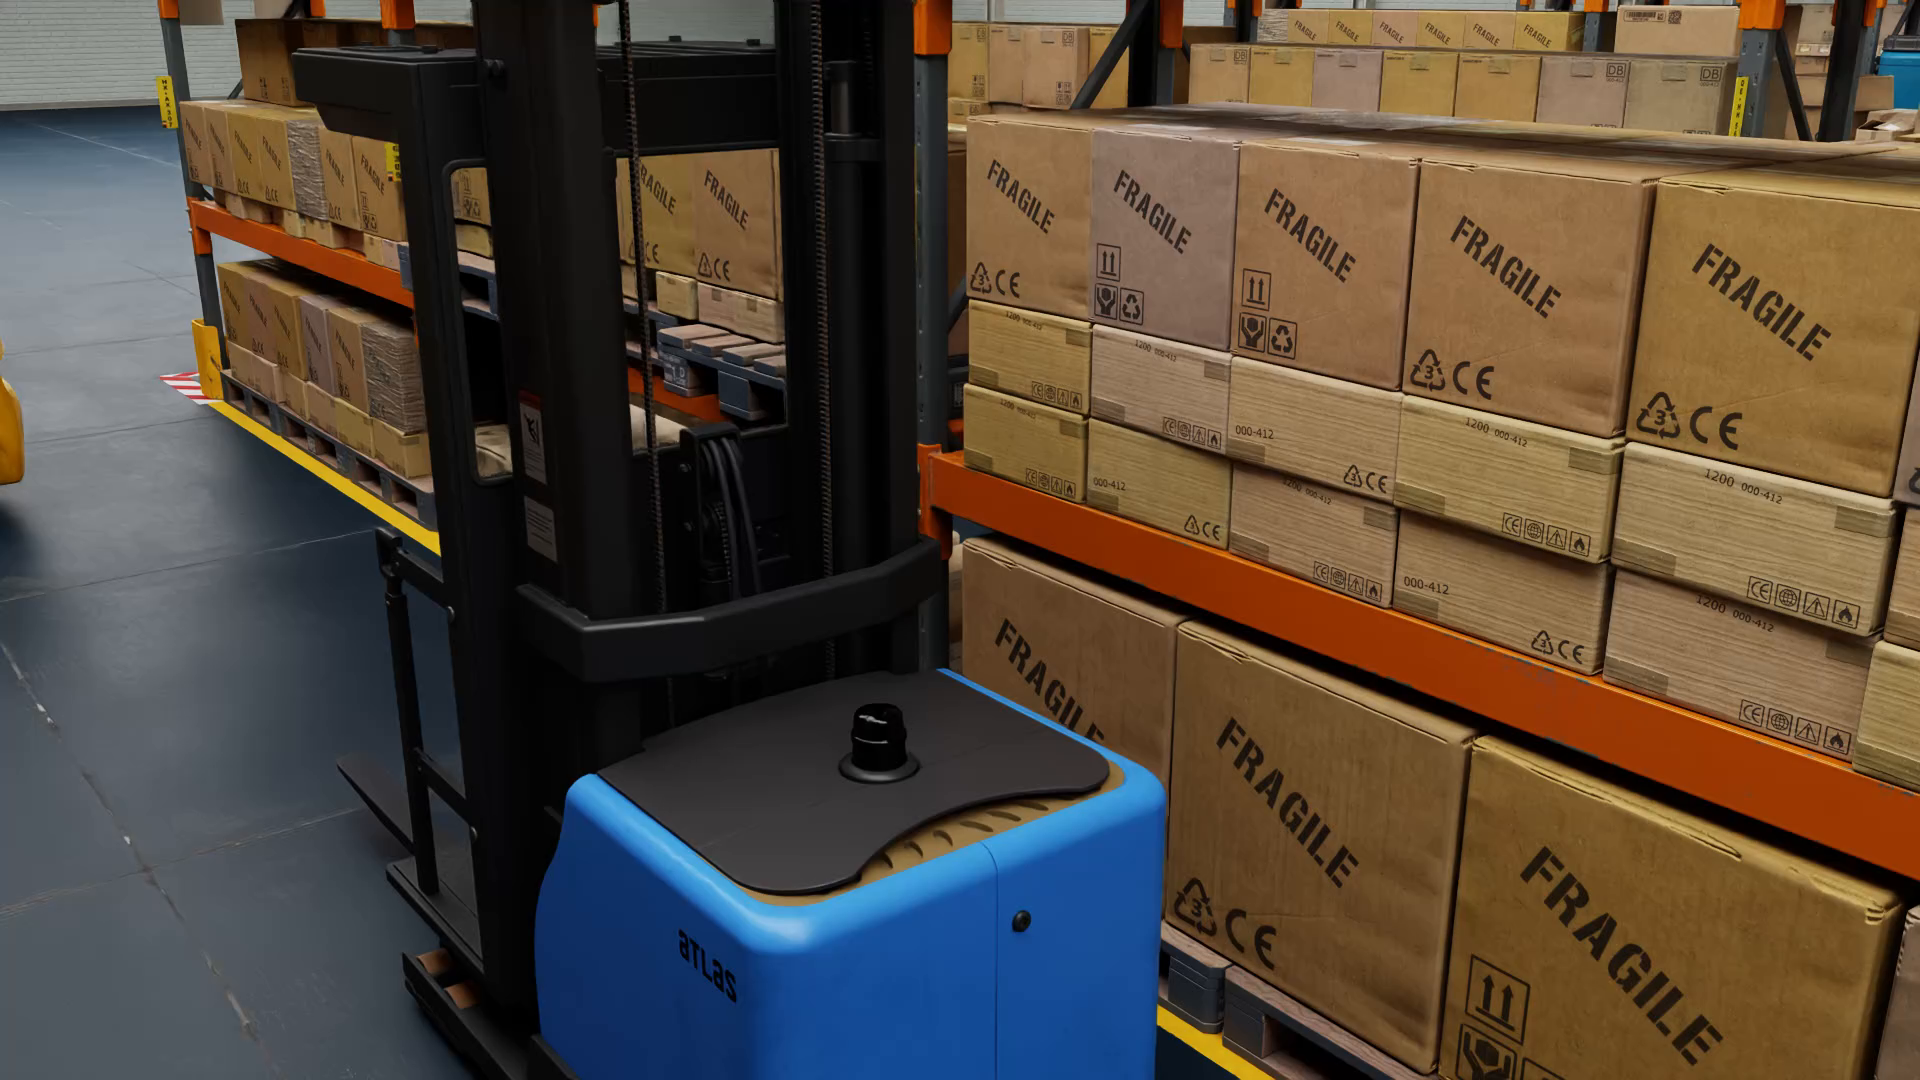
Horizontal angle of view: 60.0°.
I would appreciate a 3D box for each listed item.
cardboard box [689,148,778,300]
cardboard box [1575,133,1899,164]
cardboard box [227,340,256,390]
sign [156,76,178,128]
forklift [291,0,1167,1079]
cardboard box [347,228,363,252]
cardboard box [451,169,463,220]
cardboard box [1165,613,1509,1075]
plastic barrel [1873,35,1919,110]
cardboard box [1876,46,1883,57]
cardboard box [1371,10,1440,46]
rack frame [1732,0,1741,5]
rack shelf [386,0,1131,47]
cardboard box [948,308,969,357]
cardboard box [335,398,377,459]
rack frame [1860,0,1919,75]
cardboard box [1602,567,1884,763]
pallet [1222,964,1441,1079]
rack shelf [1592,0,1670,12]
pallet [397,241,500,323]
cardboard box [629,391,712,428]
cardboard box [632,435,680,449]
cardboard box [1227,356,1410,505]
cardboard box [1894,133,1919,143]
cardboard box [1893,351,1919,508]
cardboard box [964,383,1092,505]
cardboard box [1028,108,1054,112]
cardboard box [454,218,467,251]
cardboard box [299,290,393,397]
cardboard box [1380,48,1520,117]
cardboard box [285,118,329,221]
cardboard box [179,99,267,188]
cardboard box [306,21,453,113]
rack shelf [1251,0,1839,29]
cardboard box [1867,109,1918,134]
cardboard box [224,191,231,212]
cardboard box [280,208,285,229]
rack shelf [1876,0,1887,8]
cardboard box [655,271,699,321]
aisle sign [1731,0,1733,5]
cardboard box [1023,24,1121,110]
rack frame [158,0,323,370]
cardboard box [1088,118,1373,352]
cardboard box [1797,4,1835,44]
[{"bbox_3d":[-0.578,-1.134,5.716,0.500,0.500,0.500,-14,23,-37],"label":"cardboard box"},{"bbox_3d":[1.714,-0.634,3.757,0.500,0.500,0.500,-14,23,-37],"label":"cardboard box"},{"bbox_3d":[-4.432,-1.176,10.848,0.500,0.250,0.500,-14,23,-37],"label":"cardboard box"},{"bbox_3d":[-5.141,-2.840,10.789,0.100,0.325,0.005,-14,23,-36],"label":"sign"},{"bbox_3d":[-0.855,-0.151,4.155,1.130,2.935,3.031,-14,23,-36],"label":"forklift"},{"bbox_3d":[-3.075,-1.653,8.983,0.380,0.149,0.250,-14,23,-37],"label":"cardboard box"},{"bbox_3d":[-2.166,-1.766,7.622,0.500,0.500,0.500,-13,23,-35],"label":"cardboard box"},{"bbox_3d":[1.166,0.653,4.331,0.875,0.875,0.875,-14,23,-35],"label":"cardboard box"},{"bbox_3d":[9.421,-4.533,16.484,0.600,0.901,0.708,-14,23,-36],"label":"plastic barrel"},{"bbox_3d":[11.849,-6.239,21.241,0.380,0.149,0.250,-14,23,-36],"label":"cardboard box"},{"bbox_3d":[4.112,-4.574,15.181,0.500,0.500,0.500,-14,23,-36],"label":"cardboard box"},{"bbox_3d":[10.820,-6.401,22.922,1.000,3.000,0.127,-14,23,-36],"label":"rack frame"},{"bbox_3d":[-0.990,-2.139,6.422,1.077,0.370,4.000,-14,23,-36],"label":"rack shelf"},{"bbox_3d":[-0.137,-0.678,5.371,0.380,0.149,0.250,-13,22,-34],"label":"cardboard box"},{"bbox_3d":[-3.148,-0.665,9.307,0.500,0.250,0.500,-15,23,-38],"label":"cardboard box"},{"bbox_3d":[9.419,-4.450,17.029,1.000,3.000,0.127,-14,23,-36],"label":"rack frame"},{"bbox_3d":[1.645,0.178,3.290,0.500,0.250,0.500,-15,23,-38],"label":"cardboard box"},{"bbox_3d":[1.435,1.270,4.192,1.003,0.211,1.213,-14,23,-36],"label":"pallet"},{"bbox_3d":[6.778,-4.073,12.263,1.077,0.370,4.000,-14,23,-36],"label":"rack shelf"},{"bbox_3d":[-1.872,-1.241,7.644,1.003,0.211,1.213,-14,23,-36],"label":"pallet"},{"bbox_3d":[-1.831,-0.893,10.260,0.500,0.500,0.500,1,18,2],"label":"cardboard box"},{"bbox_3d":[-1.456,-0.196,7.694,0.950,0.372,0.625,-12,22,-33],"label":"cardboard box"},{"bbox_3d":[0.992,-0.304,3.951,0.500,0.250,0.500,-14,23,-36],"label":"cardboard box"},{"bbox_3d":[4.733,-1.886,8.070,0.380,0.149,0.250,-15,24,-38],"label":"cardboard box"},{"bbox_3d":[1.934,-0.287,2.707,0.500,0.500,0.500,-13,23,-35],"label":"cardboard box"},{"bbox_3d":[0.358,-0.322,4.803,0.500,0.250,0.500,-14,23,-37],"label":"cardboard box"},{"bbox_3d":[0.988,-2.831,11.901,0.875,0.550,0.550,-14,23,-36],"label":"cardboard box"},{"bbox_3d":[-2.137,-1.431,7.644,0.380,0.149,0.250,-14,23,-35],"label":"cardboard box"},{"bbox_3d":[-3.445,-1.143,9.555,0.500,0.500,0.500,-13,22,-33],"label":"cardboard box"},{"bbox_3d":[2.845,-2.565,9.588,0.700,0.500,0.500,-14,23,-37],"label":"cardboard box"},{"bbox_3d":[-3.354,-2.051,9.153,0.500,0.500,0.500,-13,22,-35],"label":"cardboard box"},{"bbox_3d":[-4.639,-2.552,10.667,0.500,0.500,0.500,-14,23,-37],"label":"cardboard box"},{"bbox_3d":[-3.321,-2.733,9.621,0.700,0.500,0.500,-14,23,-36],"label":"cardboard box"},{"bbox_3d":[2.827,-3.130,9.415,1.077,0.370,4.000,-14,23,-36],"label":"rack shelf"},{"bbox_3d":[7.159,-3.084,12.473,0.500,0.250,0.500,-15,23,-38],"label":"cardboard box"},{"bbox_3d":[-4.398,-2.151,10.485,0.380,0.149,0.250,-15,23,-38],"label":"cardboard box"},{"bbox_3d":[-3.738,-1.898,9.721,0.380,0.149,0.250,-15,23,-38],"label":"cardboard box"},{"bbox_3d":[10.661,-5.039,15.182,1.077,0.370,4.000,-14,23,-36],"label":"rack shelf"},{"bbox_3d":[-0.883,-0.912,6.077,0.380,0.149,0.250,-13,23,-35],"label":"cardboard box"},{"bbox_3d":[10.540,-7.592,22.382,0.394,0.787,0.004,-14,23,-36],"label":"aisle sign"},{"bbox_3d":[0.951,-3.334,11.704,0.875,0.550,0.550,-14,23,-36],"label":"cardboard box"},{"bbox_3d":[-4.716,-2.535,11.245,1.000,3.000,0.127,-14,23,-36],"label":"rack frame"},{"bbox_3d":[0.681,-0.796,4.244,0.500,0.500,0.500,-14,23,-36],"label":"cardboard box"},{"bbox_3d":[11.464,-6.806,21.920,0.700,0.500,0.500,-15,23,-38],"label":"cardboard box"}]
